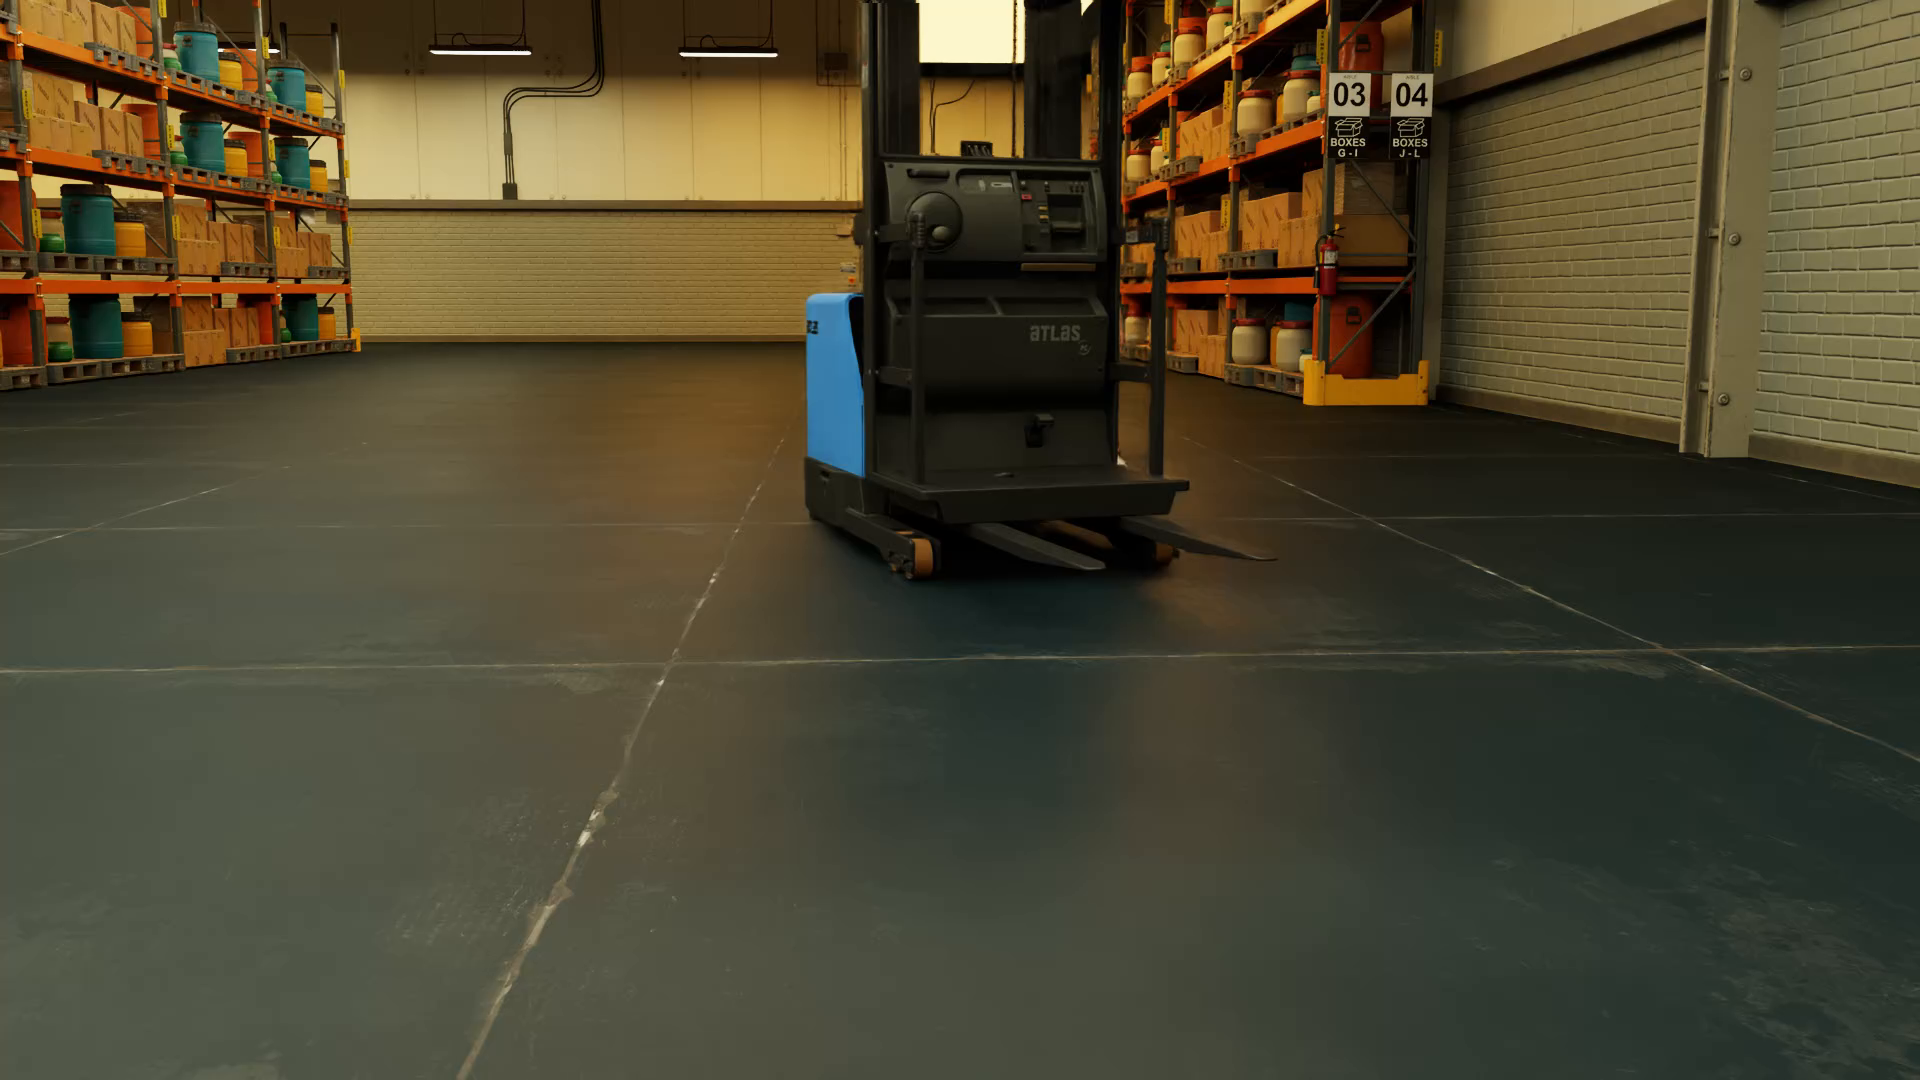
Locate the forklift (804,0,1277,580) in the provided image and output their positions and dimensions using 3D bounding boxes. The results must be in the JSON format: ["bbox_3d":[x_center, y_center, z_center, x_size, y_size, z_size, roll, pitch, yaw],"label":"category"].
[{"bbox_3d":[0.222,-1.364,6.515,1.130,2.935,3.031,-3,9,-19],"label":"forklift"}]

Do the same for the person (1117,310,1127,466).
[{"bbox_3d":[0.680,-1.261,10.208,0.752,1.648,0.367,2,9,11],"label":"person"}]
